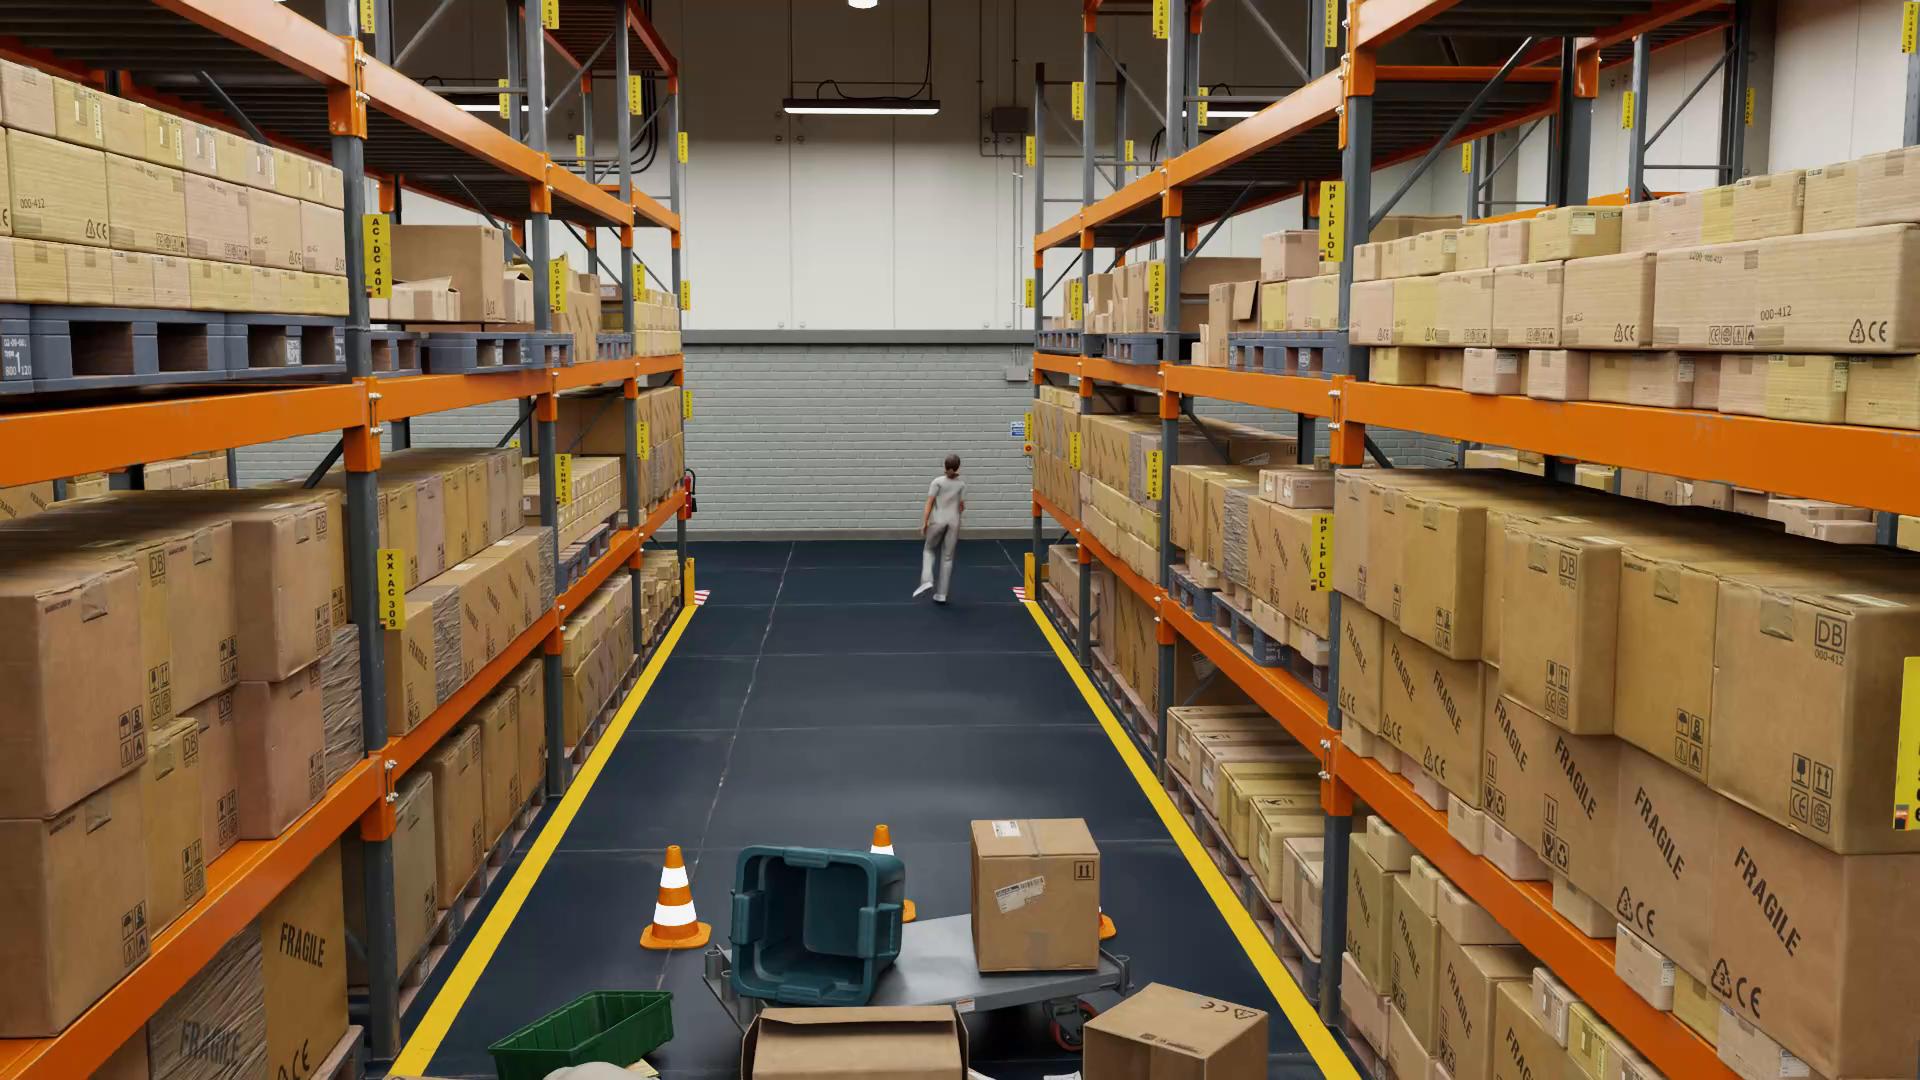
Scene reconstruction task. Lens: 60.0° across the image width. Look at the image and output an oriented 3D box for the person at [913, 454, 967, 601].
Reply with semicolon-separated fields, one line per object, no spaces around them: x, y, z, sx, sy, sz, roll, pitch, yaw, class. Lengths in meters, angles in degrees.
-0.226;-0.144;18.772;0.613;1.649;0.480;-1;7;-10;person
